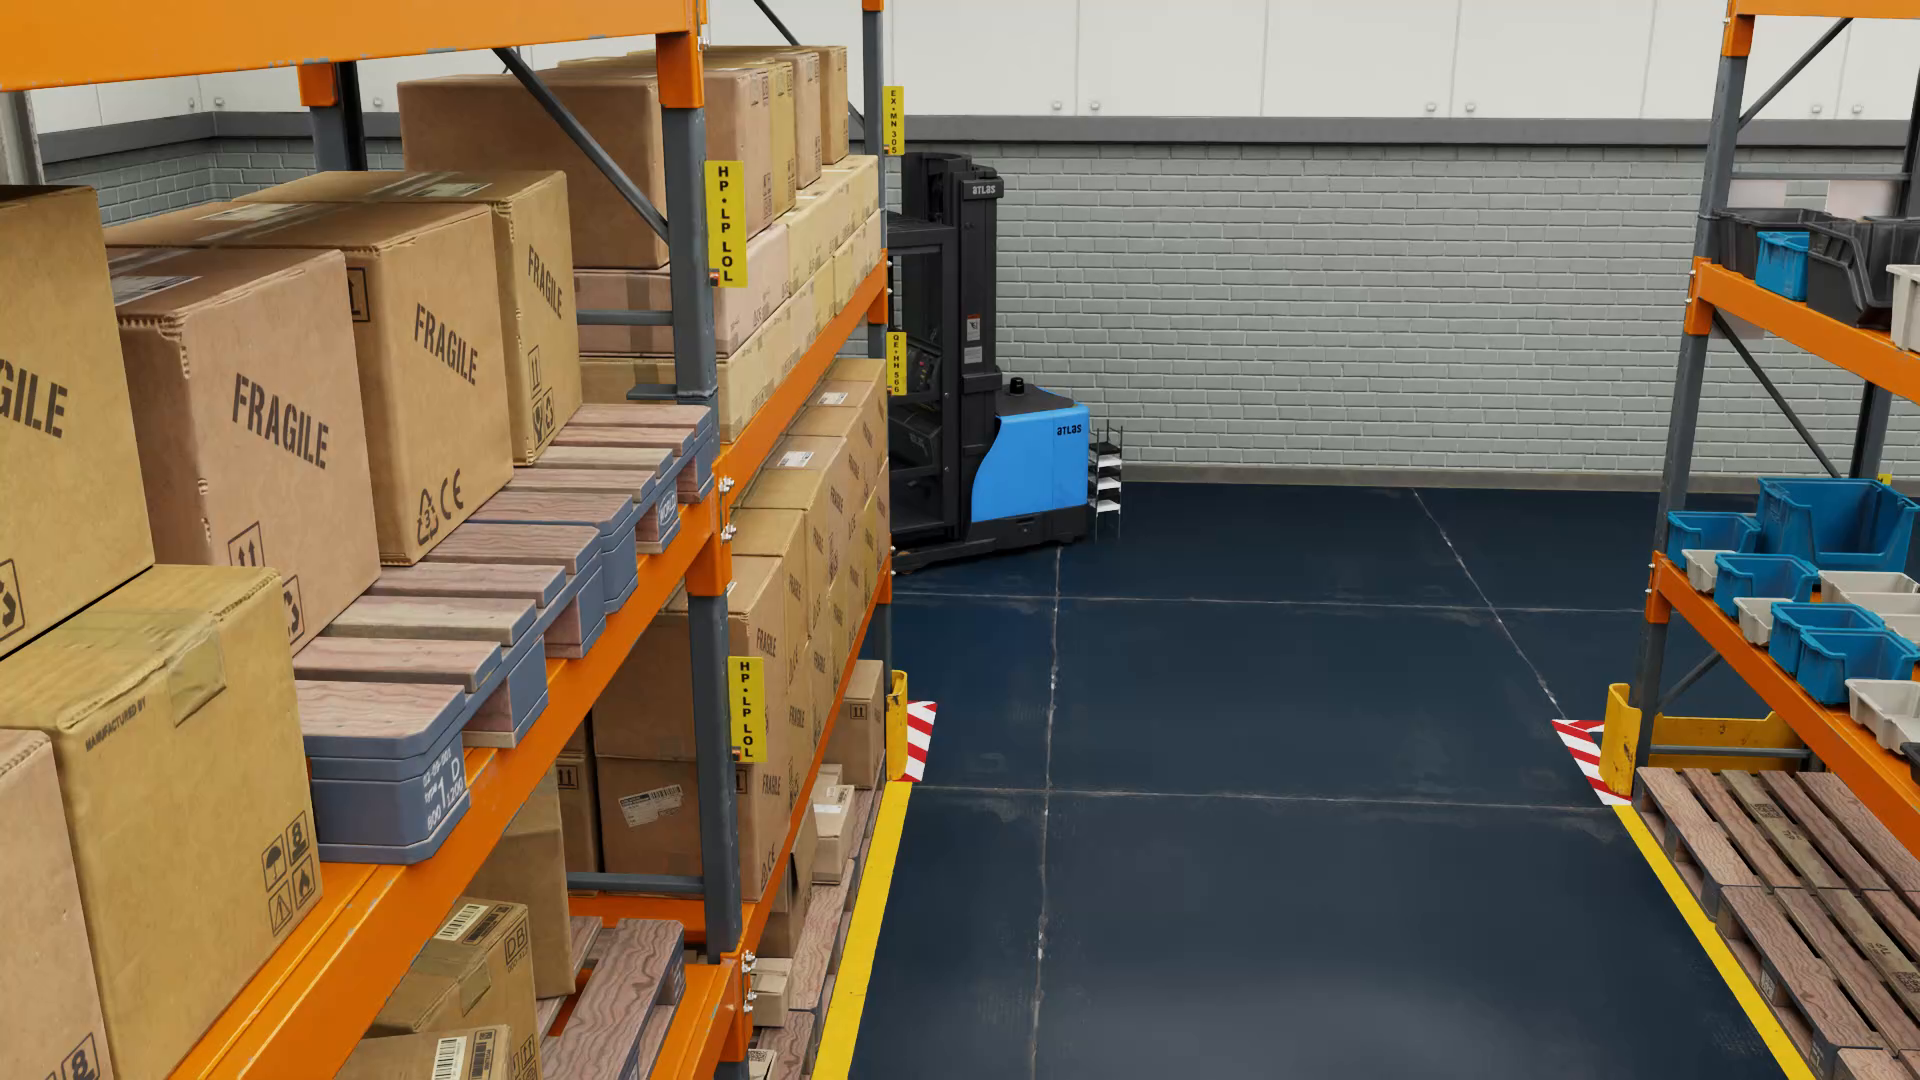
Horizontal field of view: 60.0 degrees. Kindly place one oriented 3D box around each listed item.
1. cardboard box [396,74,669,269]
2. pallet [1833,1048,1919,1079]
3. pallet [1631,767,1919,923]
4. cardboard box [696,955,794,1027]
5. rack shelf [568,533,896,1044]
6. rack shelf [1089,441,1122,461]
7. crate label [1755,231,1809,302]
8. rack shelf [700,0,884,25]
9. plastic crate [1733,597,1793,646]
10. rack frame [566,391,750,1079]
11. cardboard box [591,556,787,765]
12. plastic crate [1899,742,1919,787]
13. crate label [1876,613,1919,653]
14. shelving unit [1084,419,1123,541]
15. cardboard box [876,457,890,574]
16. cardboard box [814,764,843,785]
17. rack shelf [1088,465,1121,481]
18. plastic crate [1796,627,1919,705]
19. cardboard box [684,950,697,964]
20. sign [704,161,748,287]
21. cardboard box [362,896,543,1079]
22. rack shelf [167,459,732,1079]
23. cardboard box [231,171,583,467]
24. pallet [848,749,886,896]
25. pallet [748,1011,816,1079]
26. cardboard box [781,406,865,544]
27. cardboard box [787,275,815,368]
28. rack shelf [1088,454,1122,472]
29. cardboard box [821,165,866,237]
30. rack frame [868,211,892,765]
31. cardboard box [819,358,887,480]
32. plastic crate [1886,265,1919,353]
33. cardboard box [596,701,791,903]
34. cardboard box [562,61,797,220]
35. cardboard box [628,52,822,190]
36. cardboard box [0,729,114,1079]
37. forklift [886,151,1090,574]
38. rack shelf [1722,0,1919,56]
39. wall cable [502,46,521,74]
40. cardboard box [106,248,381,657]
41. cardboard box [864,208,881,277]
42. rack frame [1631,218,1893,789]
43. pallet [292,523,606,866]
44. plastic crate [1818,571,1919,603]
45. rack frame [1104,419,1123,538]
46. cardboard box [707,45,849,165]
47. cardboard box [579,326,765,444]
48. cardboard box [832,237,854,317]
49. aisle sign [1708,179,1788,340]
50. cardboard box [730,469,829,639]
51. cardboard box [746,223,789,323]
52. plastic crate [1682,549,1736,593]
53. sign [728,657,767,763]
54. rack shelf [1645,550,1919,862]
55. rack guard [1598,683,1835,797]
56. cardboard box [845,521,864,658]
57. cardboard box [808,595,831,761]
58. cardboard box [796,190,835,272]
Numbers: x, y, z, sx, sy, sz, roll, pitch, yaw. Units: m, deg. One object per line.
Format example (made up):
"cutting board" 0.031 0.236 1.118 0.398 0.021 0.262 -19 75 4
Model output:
"cardboard box" -1.165 -1.074 4.800 0.700 0.500 0.500 1 18 4
"pallet" 3.792 2.233 5.768 1.003 0.211 1.213 1 18 4
"pallet" 3.967 1.476 8.081 1.003 0.211 1.213 1 18 4
"cardboard box" -0.864 1.769 6.552 0.380 0.166 0.250 1 18 4
"rack shelf" -1.019 0.746 6.983 1.077 0.370 4.000 1 18 4
"rack shelf" 1.099 -0.689 12.820 0.200 0.077 0.258 -8 20 -22
"crate label" 3.676 -1.180 7.129 0.408 0.251 0.502 1 18 4
"rack shelf" -1.019 -2.103 6.049 1.077 0.370 4.000 1 18 4
"plastic crate" 3.565 0.370 7.304 0.250 0.136 0.298 1 18 4
"rack frame" -1.162 1.026 4.975 1.000 3.000 0.127 1 18 4
"cardboard box" -0.848 0.363 5.231 0.500 0.500 0.500 2 18 5
"plastic crate" 3.590 0.886 5.747 0.437 0.125 0.590 1 18 4
"crate label" 4.156 0.426 7.133 0.396 0.136 0.243 1 18 4
"shelving unit" 1.099 -0.464 12.893 0.210 0.900 0.258 -8 20 -22
"cardboard box" -0.636 -0.119 8.308 0.500 0.500 0.500 2 18 6
"cardboard box" -0.788 1.219 8.229 0.380 0.166 0.250 1 18 4
"rack shelf" 1.099 -0.518 12.876 0.200 0.077 0.258 -8 20 -22
"plastic crate" 3.603 0.518 6.698 0.416 0.233 0.300 1 18 4
"cardboard box" -1.351 1.678 6.596 0.500 0.311 0.500 1 18 4
"sign" -0.608 -0.821 4.332 0.100 0.325 0.005 1 18 4
"cardboard box" -1.405 1.136 3.804 0.700 0.500 0.500 4 19 13
"rack shelf" -1.306 0.563 2.725 1.077 0.370 4.000 1 18 4
"cardboard box" -1.272 -0.539 3.939 0.600 0.600 0.600 0 18 -1
"pallet" -0.937 1.380 8.373 1.003 0.211 1.213 1 18 4
"pallet" -1.112 2.138 6.060 1.003 0.211 1.213 1 18 4
"cardboard box" -0.701 -0.277 7.184 0.500 0.500 0.500 2 18 5
"cardboard box" -0.803 -0.784 5.923 0.500 0.250 0.500 1 18 4
"rack shelf" 1.099 -0.603 12.848 0.200 0.077 0.258 -8 20 -22
"cardboard box" -0.693 -1.488 7.267 0.500 0.250 0.500 1 18 4
"rack frame" -0.875 -0.217 8.767 1.000 3.000 0.127 1 18 4
"cardboard box" -0.633 -0.595 8.155 0.500 0.500 0.500 1 18 3
"plastic crate" 3.598 -0.792 5.897 0.437 0.282 0.530 1 18 4
"cardboard box" -0.854 0.826 5.424 0.500 0.500 0.500 2 18 5
"cardboard box" -0.958 -1.382 5.739 0.700 0.500 0.500 1 18 4
"cardboard box" -0.945 -1.694 6.691 0.700 0.500 0.500 1 18 4
"cardboard box" -1.415 0.500 1.600 0.910 0.500 0.500 1 18 4
"forklift" -0.551 -1.303 12.192 3.031 2.935 1.130 -9 20 -26
"rack shelf" 3.922 -1.803 5.770 1.077 0.370 4.000 1 18 4
"wall cable" -5.055 -3.450 13.987 3.097 2.526 0.112 1 18 4
"cardboard box" -1.365 -0.125 2.675 0.600 0.600 0.600 1 18 2
"cardboard box" -0.649 -1.405 7.818 0.500 0.250 0.500 1 18 4
"rack frame" 4.065 -0.105 8.426 1.000 3.000 0.127 1 18 4
"pallet" -1.350 0.213 2.941 1.213 0.211 1.003 1 18 4
"plastic crate" 4.187 0.249 7.672 0.396 0.136 0.243 1 18 4
"rack frame" 1.192 -0.477 12.932 0.006 0.900 0.240 -8 20 -22
"cardboard box" -0.896 -2.005 7.640 0.700 0.500 0.500 1 18 4
"cardboard box" -0.881 -0.474 4.976 0.500 0.250 0.500 1 18 4
"cardboard box" -0.719 -1.095 6.870 0.500 0.250 0.500 1 18 4
"aisle sign" 3.774 -1.369 8.109 0.394 0.787 0.004 1 18 4
"cardboard box" -0.774 0.043 6.208 0.500 0.500 0.500 1 18 2
"cardboard box" -0.846 -0.867 5.372 0.500 0.250 0.500 1 18 4
"plastic crate" 3.613 0.159 7.947 0.250 0.136 0.298 1 18 4
"sign" -0.608 0.487 4.761 0.100 0.325 0.005 1 18 4
"rack shelf" 3.922 0.858 6.642 1.077 0.370 4.000 1 18 4
"rack guard" 4.054 1.075 8.839 1.175 0.500 0.348 1 18 4
"cardboard box" -0.711 0.197 7.344 0.500 0.500 0.500 1 18 4
"cardboard box" -0.782 0.512 6.384 0.500 0.500 0.500 1 18 4
"cardboard box" -0.762 -1.177 6.319 0.500 0.250 0.500 1 18 4
